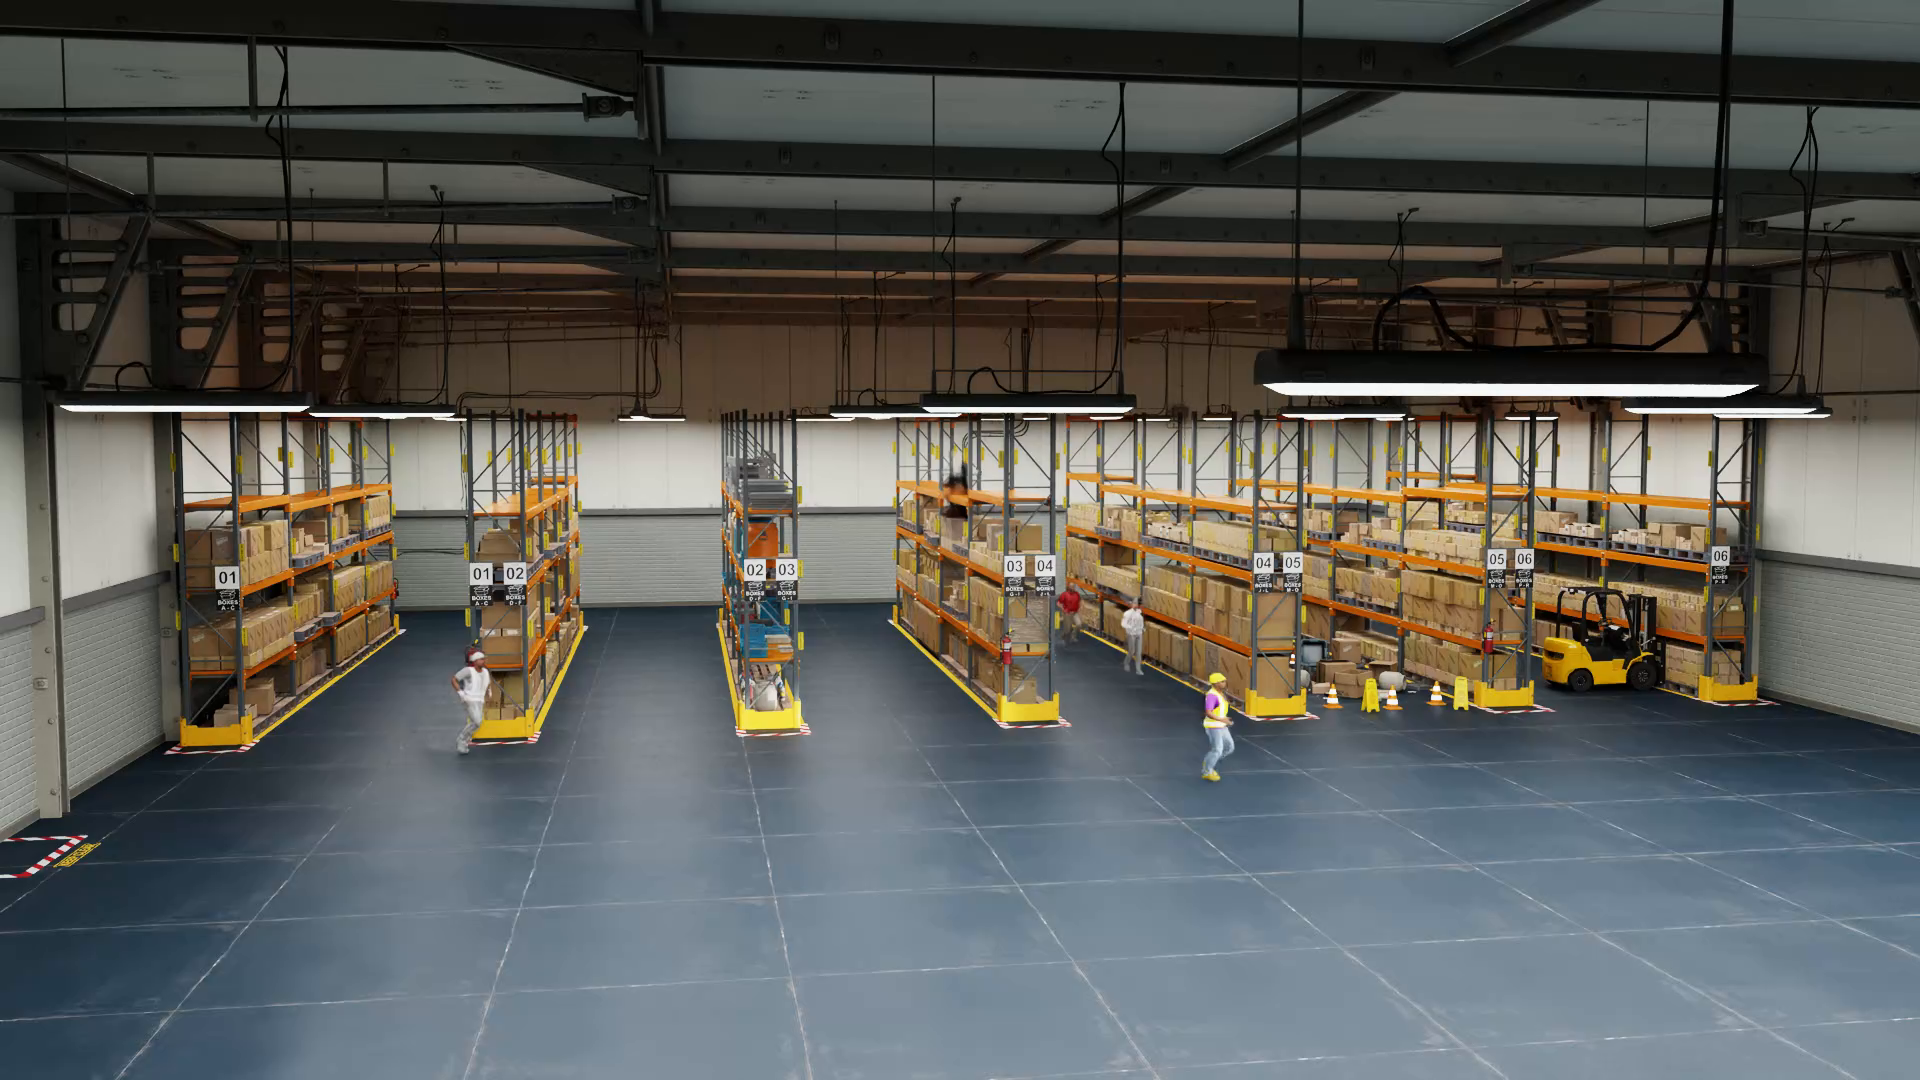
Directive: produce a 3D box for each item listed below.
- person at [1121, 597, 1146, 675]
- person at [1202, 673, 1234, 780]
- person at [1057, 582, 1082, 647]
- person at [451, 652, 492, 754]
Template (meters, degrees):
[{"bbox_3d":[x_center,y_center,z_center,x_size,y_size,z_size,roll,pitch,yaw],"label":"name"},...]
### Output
[{"bbox_3d":[3.804,2.065,36.035,0.618,1.670,0.803,-2,4,-21],"label":"person"},{"bbox_3d":[4.151,2.991,26.664,0.568,1.726,0.702,2,4,26],"label":"person"},{"bbox_3d":[2.778,1.876,41.621,0.680,1.657,0.826,-2,4,-22],"label":"person"},{"bbox_3d":[-8.442,2.825,29.011,0.591,1.734,0.714,2,4,24],"label":"person"}]
